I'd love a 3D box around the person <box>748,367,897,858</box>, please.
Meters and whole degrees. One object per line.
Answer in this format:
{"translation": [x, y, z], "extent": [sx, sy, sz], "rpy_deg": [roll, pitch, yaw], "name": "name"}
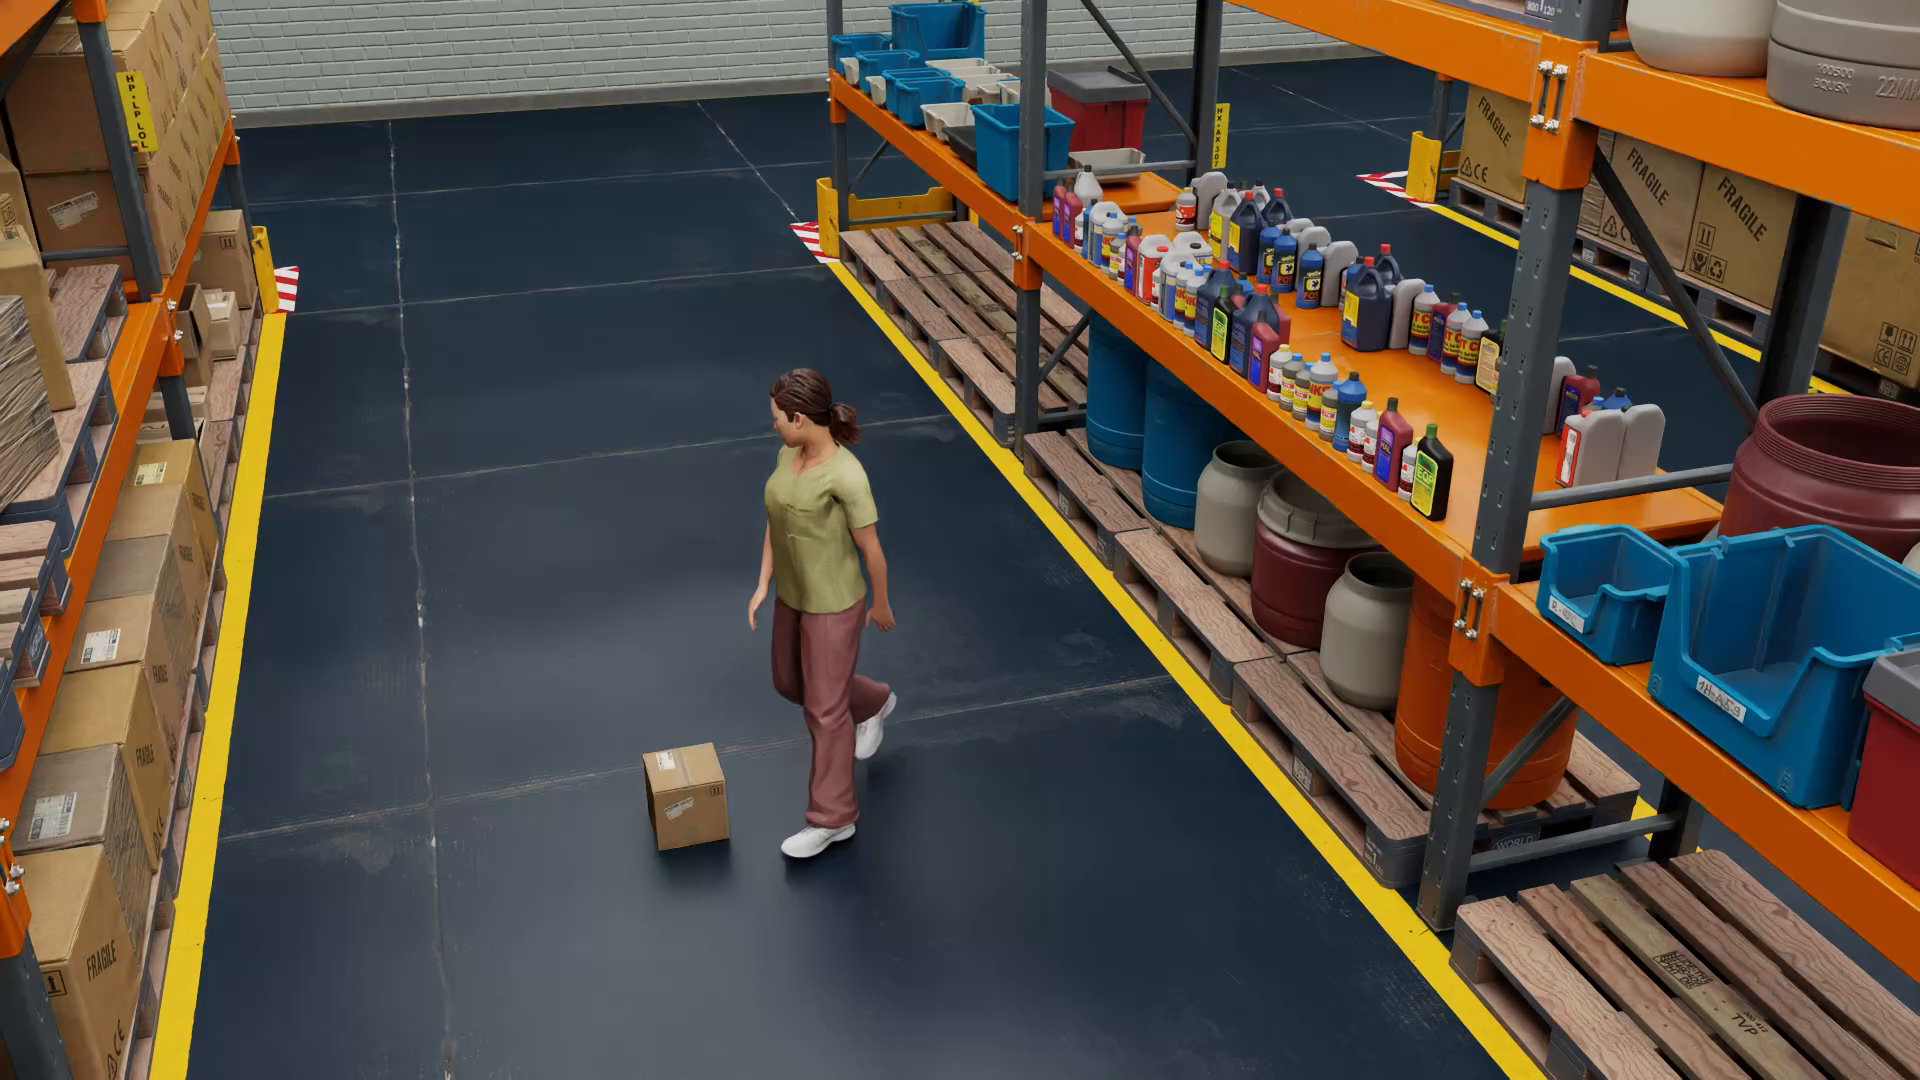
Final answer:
{"translation": [-0.442, 0.201, 5.715], "extent": [0.739, 1.649, 0.504], "rpy_deg": [-19, 32, -34], "name": "person"}
